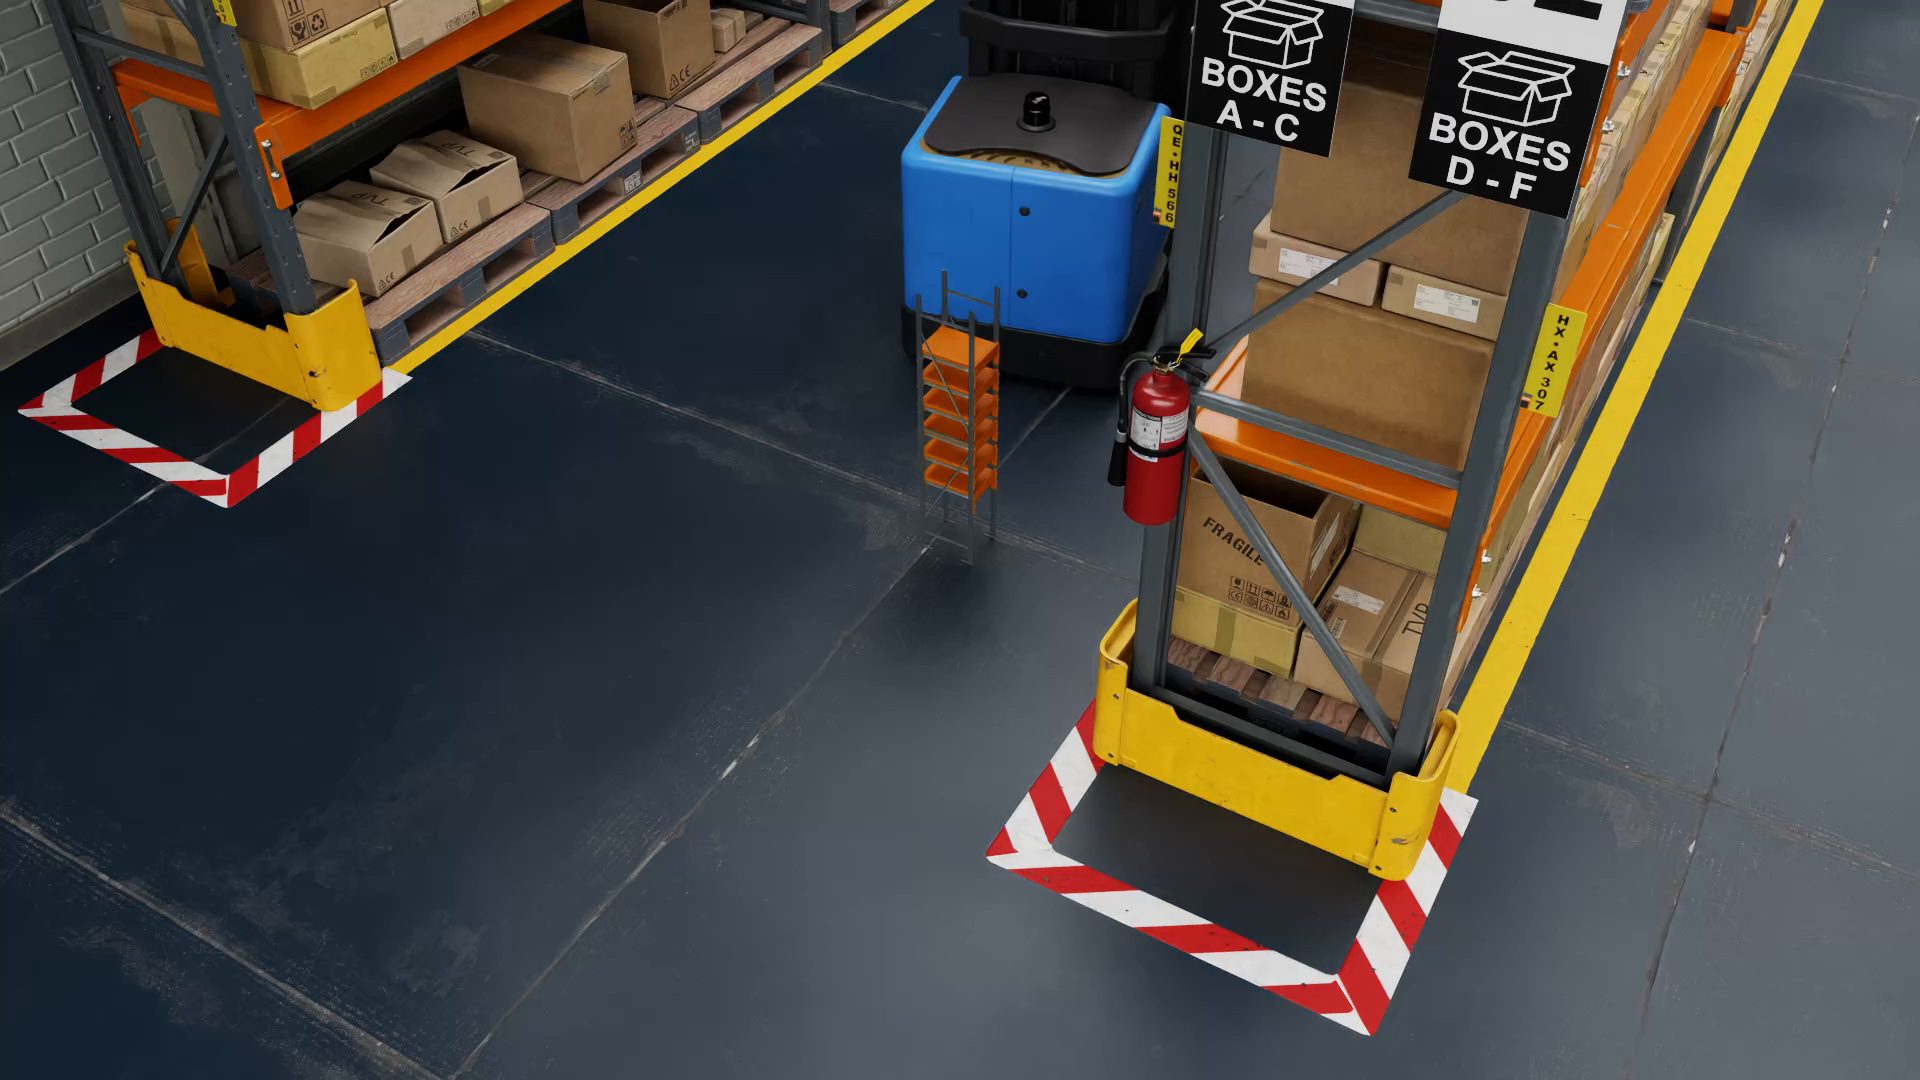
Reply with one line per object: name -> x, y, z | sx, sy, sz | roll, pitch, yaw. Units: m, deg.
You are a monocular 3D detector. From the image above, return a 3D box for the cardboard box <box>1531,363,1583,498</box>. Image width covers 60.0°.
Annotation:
cardboard box -> 1.999, -0.509, 6.254 | 0.500, 0.500, 0.500 | 21, 45, 22

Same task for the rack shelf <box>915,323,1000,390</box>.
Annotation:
rack shelf -> -0.007, -0.679, 6.136 | 0.258, 0.103, 0.180 | 21, 45, 22

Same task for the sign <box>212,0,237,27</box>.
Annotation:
sign -> -2.771, -2.074, 6.180 | 0.100, 0.325, 0.005 | 21, 45, 22

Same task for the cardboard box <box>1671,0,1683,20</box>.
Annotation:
cardboard box -> 2.332, -2.273, 6.005 | 0.700, 0.500, 0.500 | 21, 45, 22

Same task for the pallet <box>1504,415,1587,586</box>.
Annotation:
pallet -> 2.008, -0.392, 7.036 | 1.003, 0.211, 1.213 | 21, 45, 22

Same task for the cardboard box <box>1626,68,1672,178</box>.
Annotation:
cardboard box -> 2.322, -1.773, 6.418 | 0.700, 0.500, 0.500 | 22, 46, 23

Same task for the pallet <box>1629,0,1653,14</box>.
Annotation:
pallet -> 1.426, -1.781, 4.299 | 1.003, 0.211, 1.213 | 21, 45, 22

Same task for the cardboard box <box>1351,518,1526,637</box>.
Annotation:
cardboard box -> 1.758, 0.062, 6.173 | 0.500, 0.250, 0.500 | 21, 45, 22

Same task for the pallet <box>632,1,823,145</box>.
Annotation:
pallet -> -1.544, -2.774, 9.741 | 1.003, 0.211, 1.213 | 21, 45, 22

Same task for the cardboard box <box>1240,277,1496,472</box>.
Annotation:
cardboard box -> 1.295, -0.592, 5.077 | 0.700, 0.500, 0.500 | 21, 45, 22

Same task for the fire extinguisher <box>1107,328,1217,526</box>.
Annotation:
fire extinguisher -> 0.589, -0.349, 4.935 | 0.296, 0.674, 0.183 | 21, 45, 22

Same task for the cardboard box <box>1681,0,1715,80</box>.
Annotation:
cardboard box -> 2.835, -2.362, 7.087 | 0.700, 0.500, 0.500 | 20, 45, 21

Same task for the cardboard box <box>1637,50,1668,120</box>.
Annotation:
cardboard box -> 2.203, -1.606, 5.737 | 0.380, 0.149, 0.250 | 21, 46, 22

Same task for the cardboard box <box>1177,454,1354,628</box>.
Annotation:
cardboard box -> 1.061, -0.104, 5.794 | 0.500, 0.500, 0.500 | 21, 45, 22

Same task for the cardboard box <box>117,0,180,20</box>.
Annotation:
cardboard box -> -3.189, -2.501, 6.851 | 0.500, 0.500, 0.500 | 20, 45, 22

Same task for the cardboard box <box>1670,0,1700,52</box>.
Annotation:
cardboard box -> 2.464, -1.909, 6.082 | 0.380, 0.149, 0.250 | 22, 46, 23

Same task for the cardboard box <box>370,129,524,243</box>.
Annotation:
cardboard box -> -2.531, -1.777, 8.199 | 0.500, 0.311, 0.500 | 25, 47, 25

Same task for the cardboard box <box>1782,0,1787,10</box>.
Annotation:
cardboard box -> 4.495, -3.237, 9.495 | 0.500, 0.311, 0.500 | 21, 45, 22

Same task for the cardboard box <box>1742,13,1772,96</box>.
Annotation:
cardboard box -> 3.987, -2.652, 8.831 | 0.500, 0.311, 0.500 | 19, 45, 21

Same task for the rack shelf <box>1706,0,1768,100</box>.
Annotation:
rack shelf -> 4.053, -3.455, 8.948 | 1.077, 0.370, 4.000 | 21, 45, 22

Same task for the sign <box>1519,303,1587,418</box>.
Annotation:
sign -> 1.528, -0.460, 4.287 | 0.100, 0.325, 0.005 | 21, 45, 22

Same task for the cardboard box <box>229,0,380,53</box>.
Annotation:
cardboard box -> -2.741, -2.335, 6.662 | 0.500, 0.500, 0.500 | 21, 46, 22

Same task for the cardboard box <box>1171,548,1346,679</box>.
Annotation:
cardboard box -> 1.063, 0.178, 6.041 | 0.500, 0.250, 0.500 | 21, 45, 22

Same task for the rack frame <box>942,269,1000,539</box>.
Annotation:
rack frame -> 0.039, -0.494, 6.404 | 0.240, 1.200, 0.006 | 21, 45, 22

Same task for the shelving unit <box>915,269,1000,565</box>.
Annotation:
shelving unit -> -0.007, -0.442, 6.344 | 0.258, 1.200, 0.189 | 21, 45, 22

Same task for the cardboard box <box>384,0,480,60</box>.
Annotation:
cardboard box -> -2.474, -2.355, 7.253 | 0.500, 0.250, 0.500 | 20, 45, 21

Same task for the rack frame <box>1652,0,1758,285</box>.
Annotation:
rack frame -> 3.052, -2.581, 7.411 | 1.000, 3.000, 0.127 | 21, 45, 22

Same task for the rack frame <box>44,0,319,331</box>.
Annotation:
rack frame -> -3.241, -1.928, 6.670 | 1.000, 3.000, 0.127 | 21, 45, 22

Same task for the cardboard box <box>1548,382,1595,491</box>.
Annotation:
cardboard box -> 2.263, -0.509, 6.821 | 0.500, 0.250, 0.500 | 21, 45, 22

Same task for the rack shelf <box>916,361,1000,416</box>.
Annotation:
rack shelf -> -0.007, -0.589, 6.215 | 0.258, 0.103, 0.180 | 21, 45, 22

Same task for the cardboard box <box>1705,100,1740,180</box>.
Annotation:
cardboard box -> 3.725, -2.147, 8.682 | 0.500, 0.250, 0.500 | 22, 46, 23

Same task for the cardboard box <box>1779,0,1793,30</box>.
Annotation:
cardboard box -> 4.746, -3.317, 10.010 | 0.500, 0.250, 0.500 | 20, 45, 22

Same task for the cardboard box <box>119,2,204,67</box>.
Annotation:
cardboard box -> -3.175, -2.211, 7.089 | 0.500, 0.250, 0.500 | 22, 46, 23

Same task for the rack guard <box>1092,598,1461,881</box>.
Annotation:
rack guard -> 1.038, 0.660, 5.622 | 1.175, 0.500, 0.348 | 21, 45, 22

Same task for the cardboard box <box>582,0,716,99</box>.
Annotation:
cardboard box -> -1.724, -2.837, 9.260 | 0.500, 0.500, 0.500 | 18, 44, 19

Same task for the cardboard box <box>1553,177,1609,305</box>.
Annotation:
cardboard box -> 1.807, -1.177, 5.741 | 0.700, 0.500, 0.500 | 21, 46, 22

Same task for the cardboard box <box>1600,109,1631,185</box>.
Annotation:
cardboard box -> 1.948, -1.318, 5.410 | 0.380, 0.149, 0.250 | 19, 45, 21

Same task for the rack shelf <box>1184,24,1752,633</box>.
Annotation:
rack shelf -> 2.051, -1.166, 6.349 | 1.077, 0.370, 4.000 | 21, 45, 22

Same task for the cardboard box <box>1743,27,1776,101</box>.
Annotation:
cardboard box -> 4.237, -2.735, 9.349 | 0.500, 0.250, 0.500 | 22, 46, 23

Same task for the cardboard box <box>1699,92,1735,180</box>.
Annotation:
cardboard box -> 3.474, -2.071, 8.171 | 0.500, 0.311, 0.500 | 21, 46, 22

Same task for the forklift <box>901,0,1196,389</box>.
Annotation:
forklift -> 0.647, -2.757, 7.662 | 1.130, 2.935, 3.031 | 11, 43, 12

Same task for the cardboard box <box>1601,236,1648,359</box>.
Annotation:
cardboard box -> 2.502, -1.081, 6.903 | 0.500, 0.500, 0.500 | 21, 45, 22

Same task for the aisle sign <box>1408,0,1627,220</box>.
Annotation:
aisle sign -> 1.282, -1.129, 3.795 | 0.394, 0.787, 0.004 | 21, 45, 22

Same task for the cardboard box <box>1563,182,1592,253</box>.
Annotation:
cardboard box -> 1.689, -1.021, 5.073 | 0.380, 0.149, 0.250 | 21, 46, 22

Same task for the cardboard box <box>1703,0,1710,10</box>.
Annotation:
cardboard box -> 2.716, -2.193, 6.404 | 0.380, 0.149, 0.250 | 21, 45, 22

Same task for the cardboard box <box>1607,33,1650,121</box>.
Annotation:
cardboard box -> 1.831, -1.701, 5.355 | 0.700, 0.500, 0.500 | 21, 46, 22

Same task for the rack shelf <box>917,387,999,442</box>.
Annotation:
rack shelf -> -0.007, -0.499, 6.294 | 0.258, 0.103, 0.180 | 21, 45, 22

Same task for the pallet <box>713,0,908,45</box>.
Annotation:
pallet -> -0.851, -3.616, 10.697 | 1.003, 0.211, 1.213 | 21, 45, 22

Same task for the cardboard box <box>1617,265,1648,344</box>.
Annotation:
cardboard box -> 2.750, -1.086, 7.476 | 0.500, 0.250, 0.500 | 21, 45, 22
